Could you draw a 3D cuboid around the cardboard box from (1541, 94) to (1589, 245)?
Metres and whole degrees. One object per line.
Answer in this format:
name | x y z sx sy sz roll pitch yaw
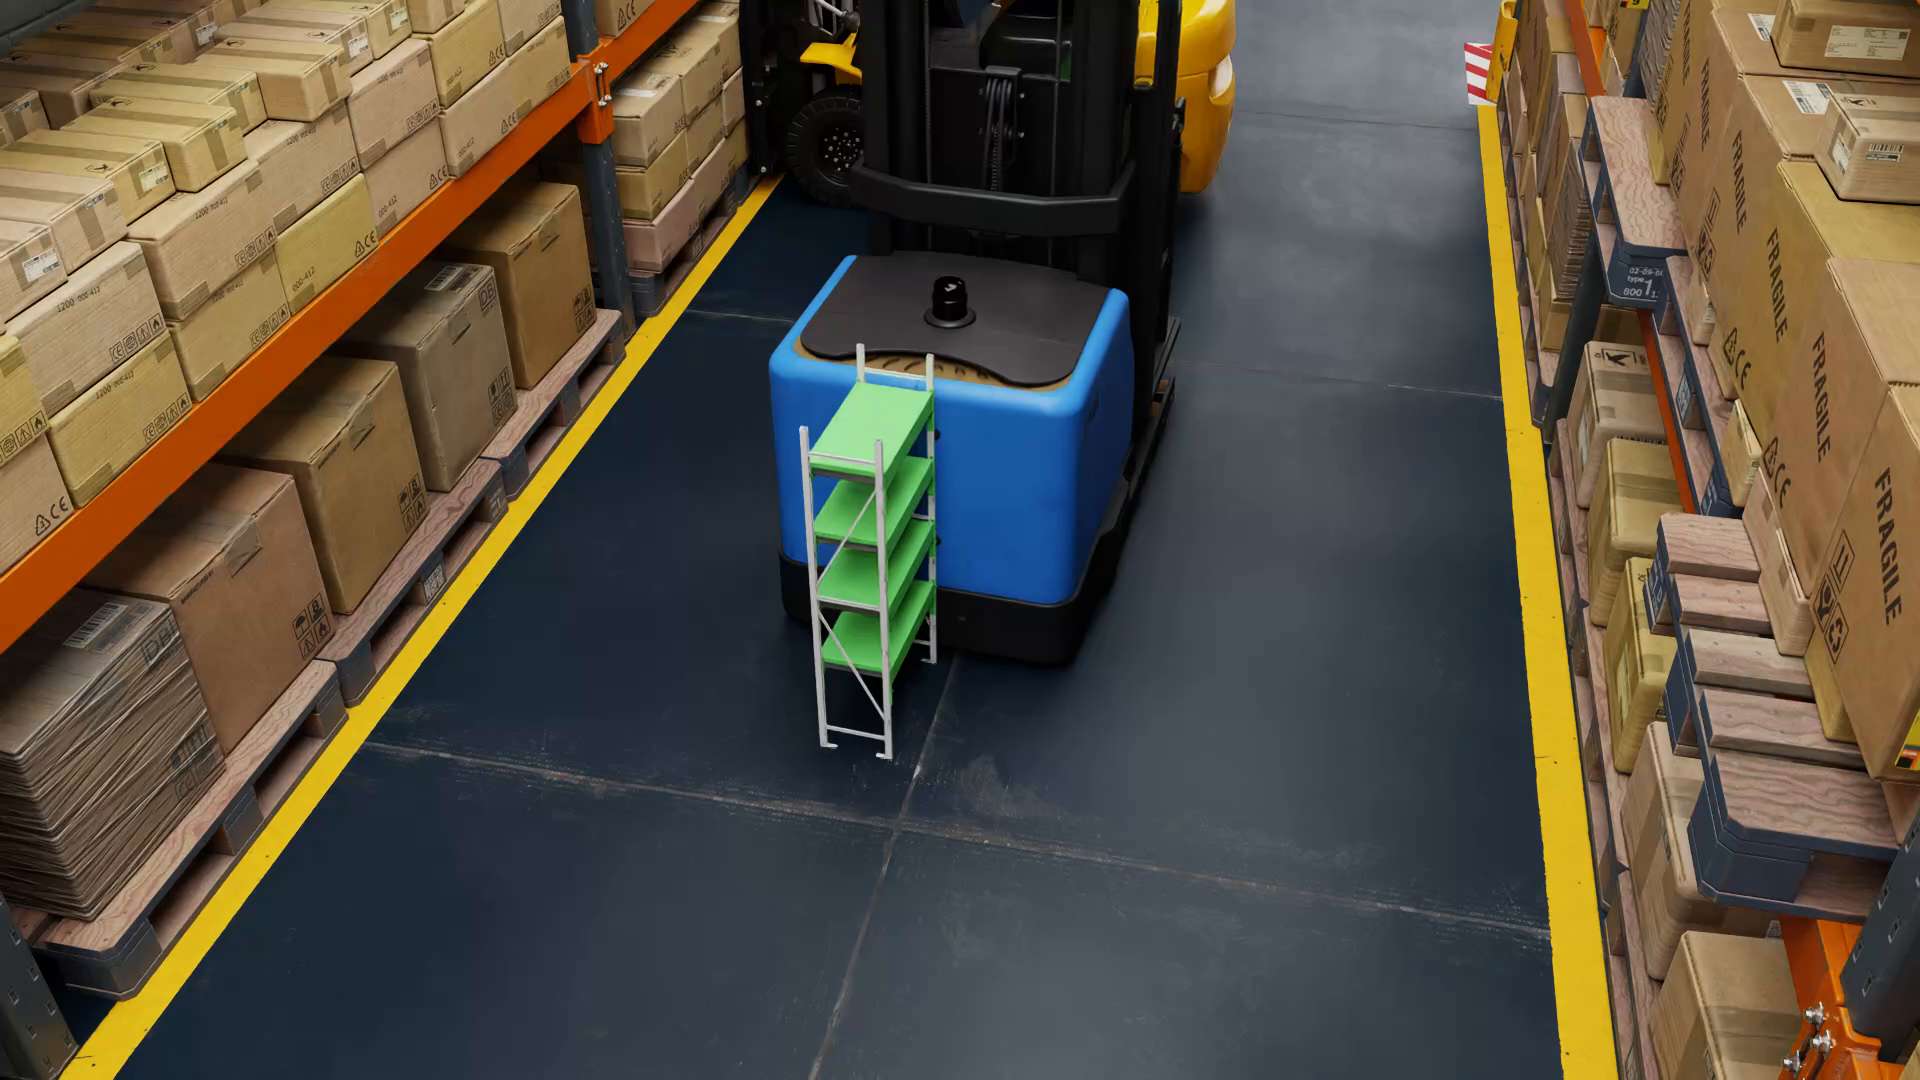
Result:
cardboard box | 2.850 -1.595 7.240 0.500 0.500 0.500 8 37 11

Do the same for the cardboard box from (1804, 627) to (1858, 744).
cardboard box | 1.852 0.275 3.171 0.380 0.149 0.250 8 37 11

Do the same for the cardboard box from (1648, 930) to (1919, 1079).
cardboard box | 2.155 1.295 3.789 0.950 0.372 0.625 5 36 7

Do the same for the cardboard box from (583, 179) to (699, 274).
cardboard box | -1.544 -1.482 7.724 0.500 0.250 0.500 8 37 10

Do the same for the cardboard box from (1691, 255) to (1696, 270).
cardboard box | 2.254 -0.763 4.603 0.380 0.149 0.250 8 37 10

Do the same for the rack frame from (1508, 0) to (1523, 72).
rack frame | 3.734 -3.863 9.024 1.000 3.000 0.127 7 37 10

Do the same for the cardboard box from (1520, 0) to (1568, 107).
cardboard box | 3.179 -2.481 8.464 0.500 0.500 0.500 6 36 8

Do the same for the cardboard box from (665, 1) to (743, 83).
cardboard box | -1.347 -2.468 8.232 0.500 0.250 0.500 9 37 12

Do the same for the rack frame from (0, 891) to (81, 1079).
rack frame | -2.825 0.104 3.551 1.000 3.000 0.127 7 37 10

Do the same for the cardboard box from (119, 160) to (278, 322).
cardboard box | -2.254 -0.847 4.564 0.500 0.250 0.500 6 36 9

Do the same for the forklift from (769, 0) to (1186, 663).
forklift | 0.271 -1.641 6.016 1.130 2.935 3.031 9 37 13

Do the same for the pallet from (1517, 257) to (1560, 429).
pallet | 2.988 -0.830 7.215 1.003 0.211 1.213 7 37 10

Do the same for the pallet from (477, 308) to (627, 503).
pallet | -2.090 -0.633 6.944 1.003 0.211 1.213 7 37 10

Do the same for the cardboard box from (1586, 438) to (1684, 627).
cardboard box | 2.620 0.038 5.523 0.950 0.372 0.625 10 37 13

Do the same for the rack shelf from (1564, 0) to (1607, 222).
rack shelf | 3.307 -2.425 7.653 1.077 0.370 4.000 7 37 10

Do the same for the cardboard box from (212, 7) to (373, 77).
cardboard box | -2.071 -1.533 5.171 0.380 0.149 0.250 8 37 10

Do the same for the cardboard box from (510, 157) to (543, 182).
cardboard box | -2.067 -1.754 7.673 0.500 0.250 0.500 7 36 9

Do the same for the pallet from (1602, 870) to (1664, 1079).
pallet | 2.193 1.405 4.132 1.003 0.211 1.213 7 37 10

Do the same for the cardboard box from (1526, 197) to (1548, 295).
cardboard box | 2.847 -1.305 7.480 0.500 0.250 0.500 6 36 9

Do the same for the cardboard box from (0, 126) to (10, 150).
cardboard box | -2.775 -1.006 4.444 0.380 0.149 0.250 7 37 10

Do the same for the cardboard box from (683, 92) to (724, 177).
cardboard box | -1.460 -1.976 7.980 0.500 0.250 0.500 7 37 10

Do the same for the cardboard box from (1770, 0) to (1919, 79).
cardboard box | 2.302 -1.302 4.241 0.380 0.149 0.250 9 37 13

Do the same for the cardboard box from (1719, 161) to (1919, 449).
cardboard box | 2.057 -0.490 3.674 0.500 0.500 0.500 5 36 7

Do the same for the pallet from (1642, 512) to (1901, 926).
pallet | 2.073 0.379 3.334 1.213 0.211 1.003 7 37 10

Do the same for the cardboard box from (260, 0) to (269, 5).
cardboard box | -2.452 -1.879 5.648 0.380 0.149 0.250 7 37 10

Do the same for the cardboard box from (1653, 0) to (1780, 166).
cardboard box | 2.393 -1.380 4.902 0.500 0.500 0.500 7 37 10

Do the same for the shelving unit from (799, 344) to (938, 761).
shelving unit | -0.263 0.054 5.153 0.258 1.200 0.503 10 37 13

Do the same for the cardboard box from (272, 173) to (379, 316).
cardboard box | -2.164 -0.940 5.119 0.500 0.250 0.500 8 37 11

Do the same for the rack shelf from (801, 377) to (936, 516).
rack shelf | -0.263 -0.283 4.909 0.258 0.148 0.480 10 37 13

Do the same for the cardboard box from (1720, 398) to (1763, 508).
cardboard box | 1.968 -0.178 3.795 0.380 0.149 0.250 8 37 11

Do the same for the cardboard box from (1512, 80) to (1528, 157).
cardboard box | 3.175 -2.200 8.715 0.500 0.250 0.500 9 37 12

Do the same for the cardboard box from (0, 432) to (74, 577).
cardboard box | -2.491 -0.059 3.904 0.500 0.250 0.500 7 37 10

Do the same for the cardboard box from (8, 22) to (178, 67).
cardboard box | -2.626 -1.450 5.057 0.380 0.149 0.250 8 37 10

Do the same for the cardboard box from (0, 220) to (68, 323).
cardboard box | -2.384 -0.649 3.952 0.380 0.149 0.250 8 37 11

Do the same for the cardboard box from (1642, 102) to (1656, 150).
cardboard box | 2.453 -1.361 5.427 0.380 0.149 0.250 8 37 11

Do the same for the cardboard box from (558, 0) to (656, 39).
cardboard box | -1.621 -2.452 6.992 0.500 0.500 0.500 6 36 9

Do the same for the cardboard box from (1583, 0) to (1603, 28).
cardboard box | 2.864 -2.273 7.045 0.380 0.149 0.250 7 36 9

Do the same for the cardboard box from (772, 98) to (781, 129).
cardboard box | -1.228 -2.360 8.936 0.500 0.250 0.500 8 37 11

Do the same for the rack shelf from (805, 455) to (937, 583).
rack shelf | -0.263 -0.089 5.050 0.258 0.148 0.480 10 37 13

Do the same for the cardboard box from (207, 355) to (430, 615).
cardboard box | -2.403 -0.222 5.666 0.875 0.625 0.625 6 36 8

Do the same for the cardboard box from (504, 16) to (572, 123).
cardboard box | -1.823 -1.807 6.315 0.500 0.250 0.500 8 37 11

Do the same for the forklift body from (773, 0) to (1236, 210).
forklift body | 0.261 -2.823 8.313 2.313 2.155 1.214 7 37 10

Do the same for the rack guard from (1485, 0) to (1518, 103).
rack guard | 3.717 -2.807 9.697 1.175 0.500 0.348 7 37 10

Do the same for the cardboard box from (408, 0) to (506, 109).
cardboard box | -1.929 -1.722 5.772 0.500 0.250 0.500 6 36 9

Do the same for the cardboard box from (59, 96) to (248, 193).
cardboard box | -2.204 -1.087 4.555 0.380 0.149 0.250 8 37 11
